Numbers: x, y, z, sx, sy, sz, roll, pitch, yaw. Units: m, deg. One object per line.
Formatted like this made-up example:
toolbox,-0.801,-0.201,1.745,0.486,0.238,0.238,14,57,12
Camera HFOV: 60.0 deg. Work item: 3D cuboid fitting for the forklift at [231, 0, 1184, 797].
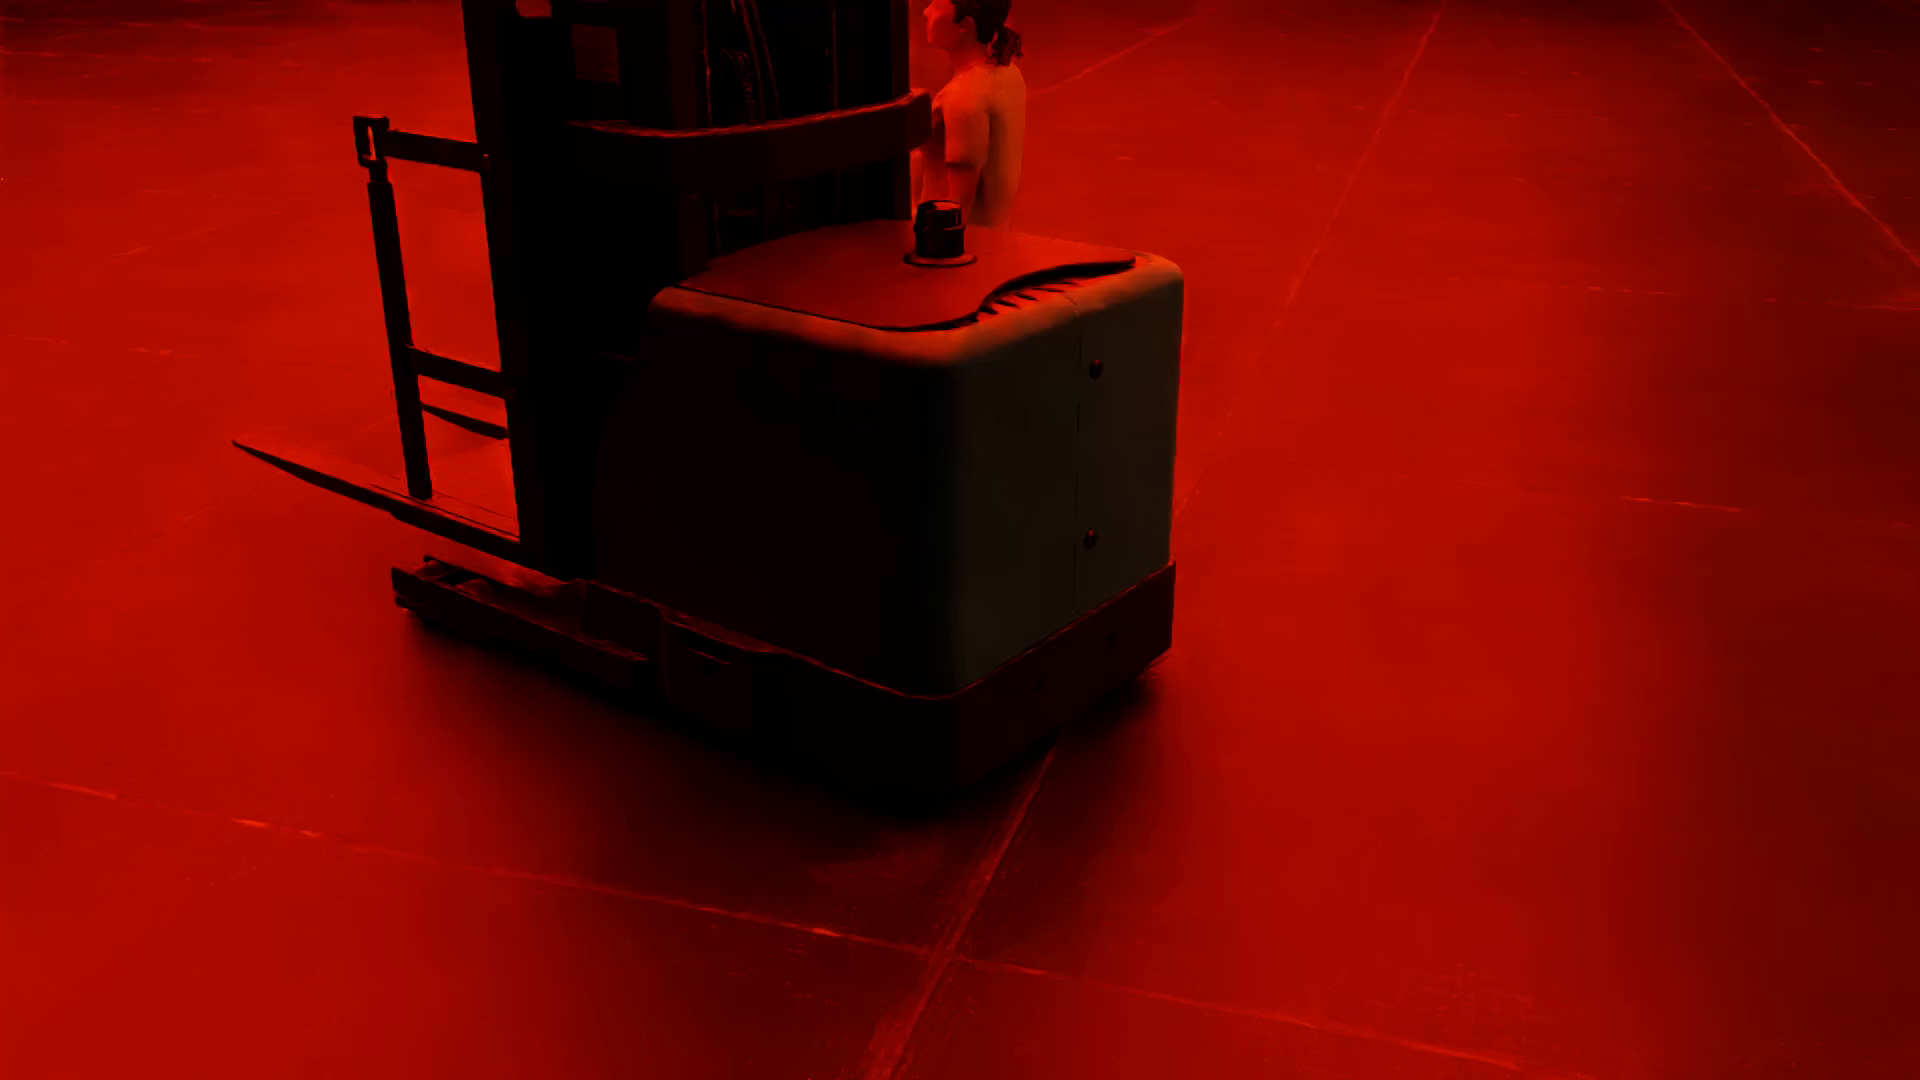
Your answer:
forklift,-0.934,-1.227,4.251,3.031,2.935,1.130,16,27,34

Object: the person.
person,-0.068,-0.800,4.825,0.545,1.664,0.554,7,23,16
